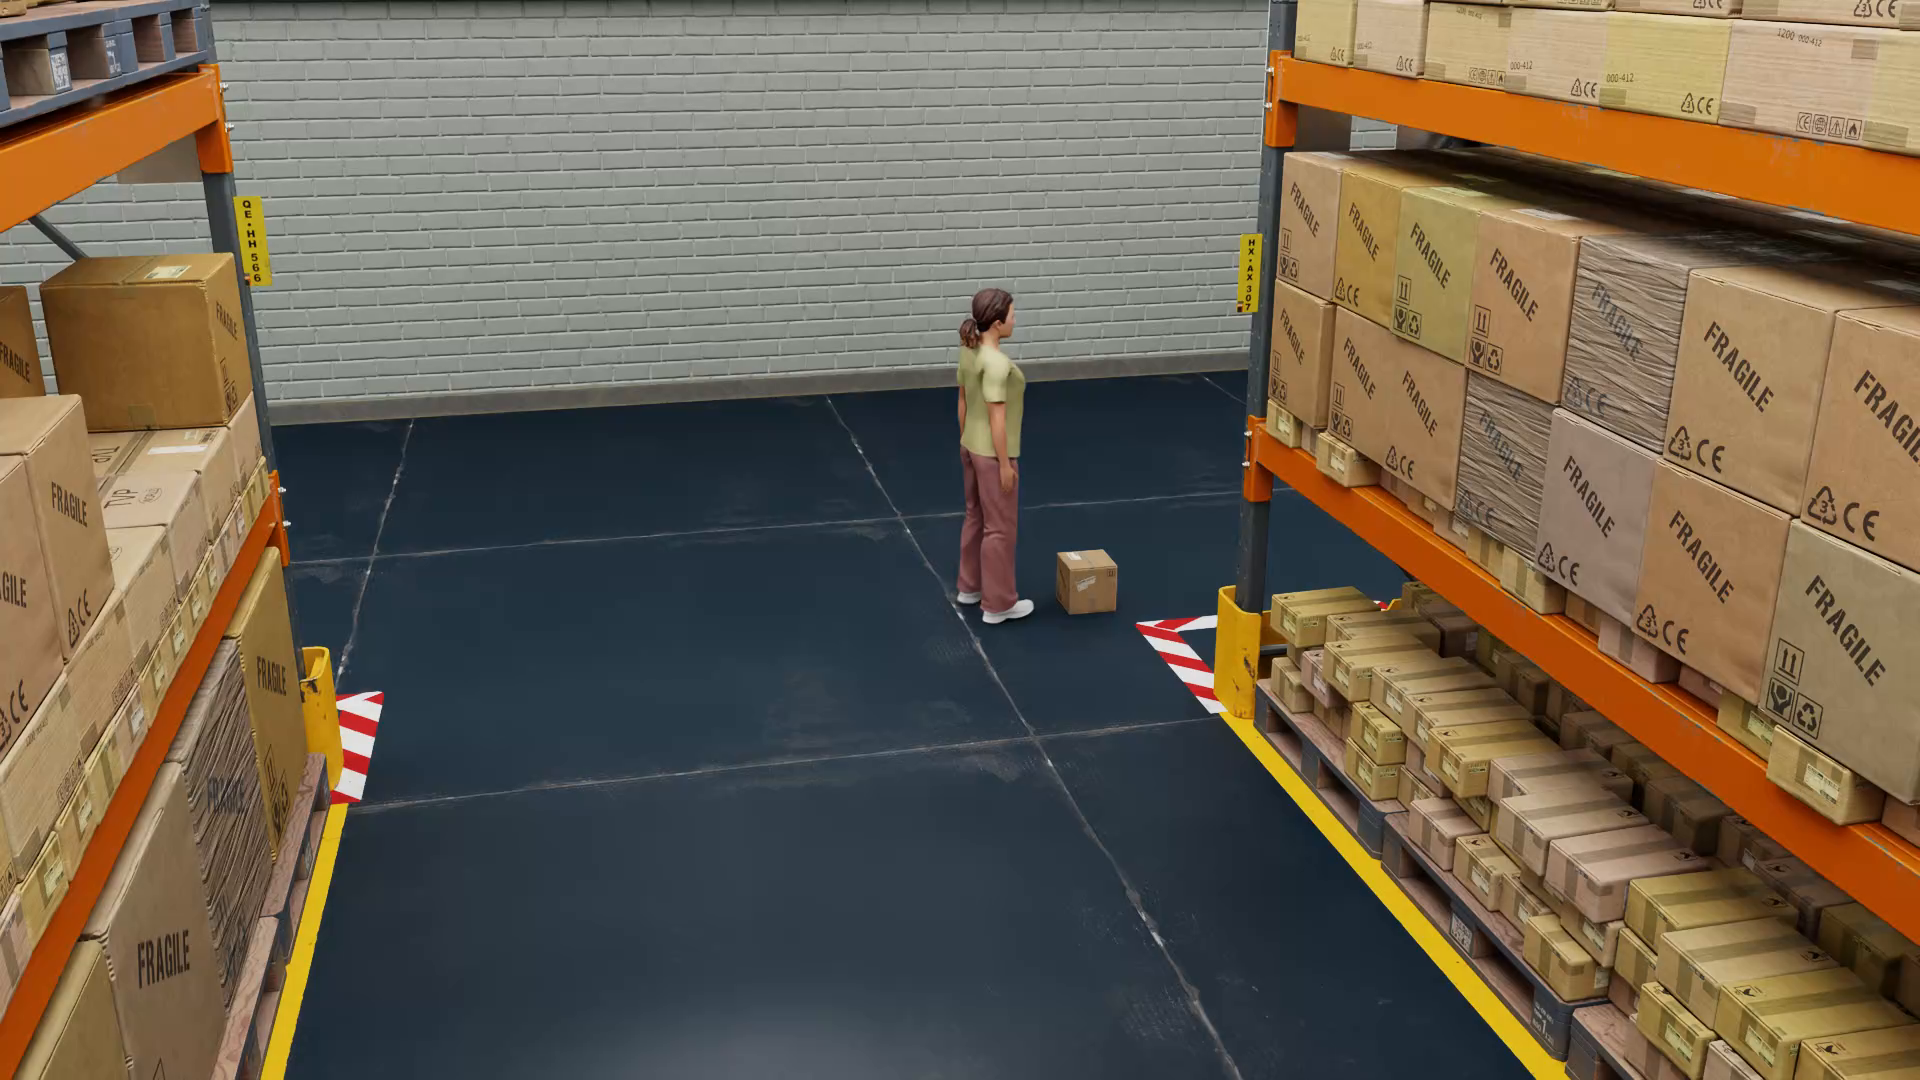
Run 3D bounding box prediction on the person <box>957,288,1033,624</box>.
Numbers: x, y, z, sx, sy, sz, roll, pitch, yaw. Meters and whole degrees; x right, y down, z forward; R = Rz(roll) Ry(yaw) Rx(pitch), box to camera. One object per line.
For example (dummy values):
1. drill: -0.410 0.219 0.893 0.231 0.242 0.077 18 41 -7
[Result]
1. person: 0.172 -0.417 8.206 0.399 1.676 0.478 -7 21 -19
